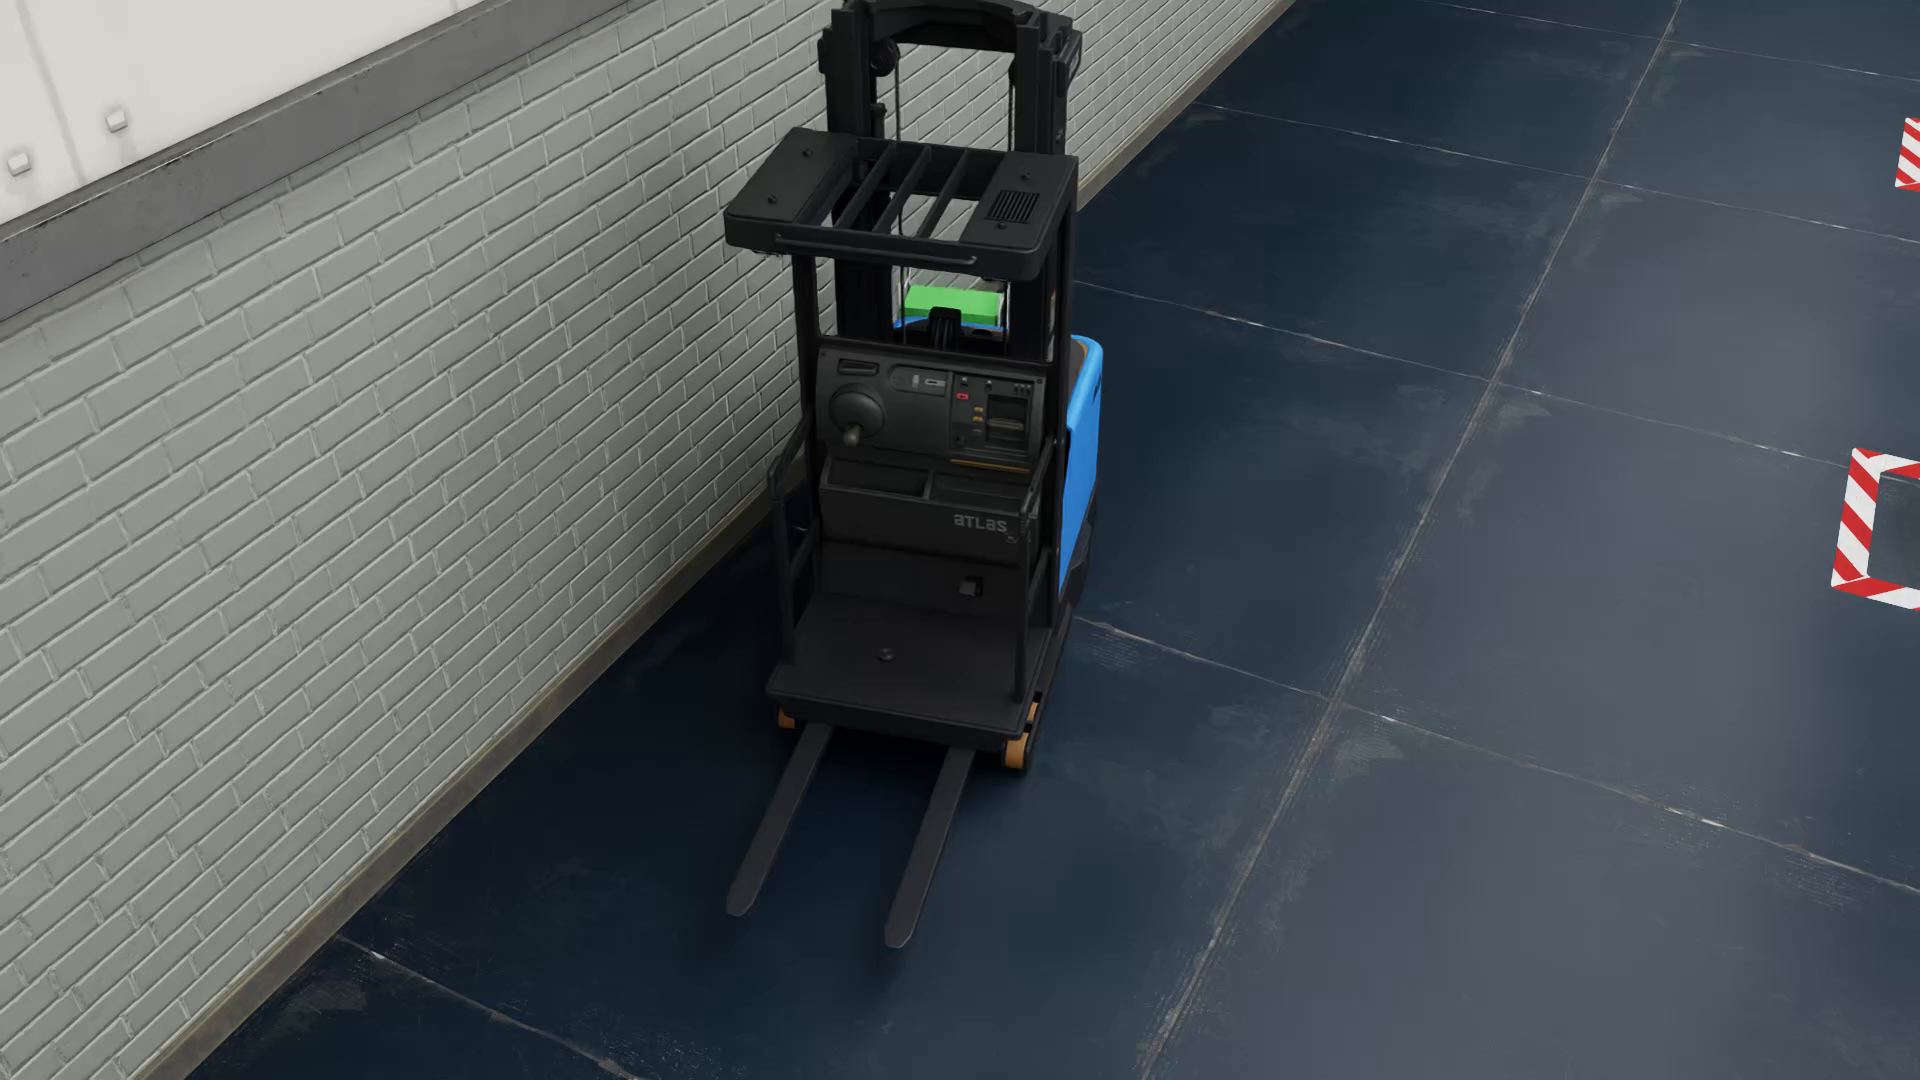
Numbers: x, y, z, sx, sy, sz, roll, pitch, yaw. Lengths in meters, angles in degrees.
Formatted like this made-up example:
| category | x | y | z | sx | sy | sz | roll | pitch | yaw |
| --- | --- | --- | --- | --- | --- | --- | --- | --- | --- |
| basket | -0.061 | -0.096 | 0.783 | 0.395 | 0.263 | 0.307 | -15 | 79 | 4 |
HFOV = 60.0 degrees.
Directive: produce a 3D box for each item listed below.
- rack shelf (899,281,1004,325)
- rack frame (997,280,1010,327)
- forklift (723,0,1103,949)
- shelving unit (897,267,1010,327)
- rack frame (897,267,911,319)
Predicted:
| category | x | y | z | sx | sy | sz | roll | pitch | yaw |
| --- | --- | --- | --- | --- | --- | --- | --- | --- | --- |
| rack shelf | -0.031 | -1.109 | 8.050 | 0.480 | 0.148 | 0.258 | 7 | 38 | 9 |
| rack frame | 0.208 | -0.748 | 8.263 | 0.015 | 1.200 | 0.240 | 7 | 38 | 9 |
| forklift | -0.172 | -0.460 | 6.451 | 1.130 | 2.935 | 3.031 | 9 | 38 | 11 |
| shelving unit | -0.031 | -0.778 | 8.302 | 0.503 | 1.200 | 0.258 | 7 | 38 | 9 |
| rack frame | -0.270 | -0.807 | 8.340 | 0.015 | 1.200 | 0.240 | 7 | 38 | 9 |
